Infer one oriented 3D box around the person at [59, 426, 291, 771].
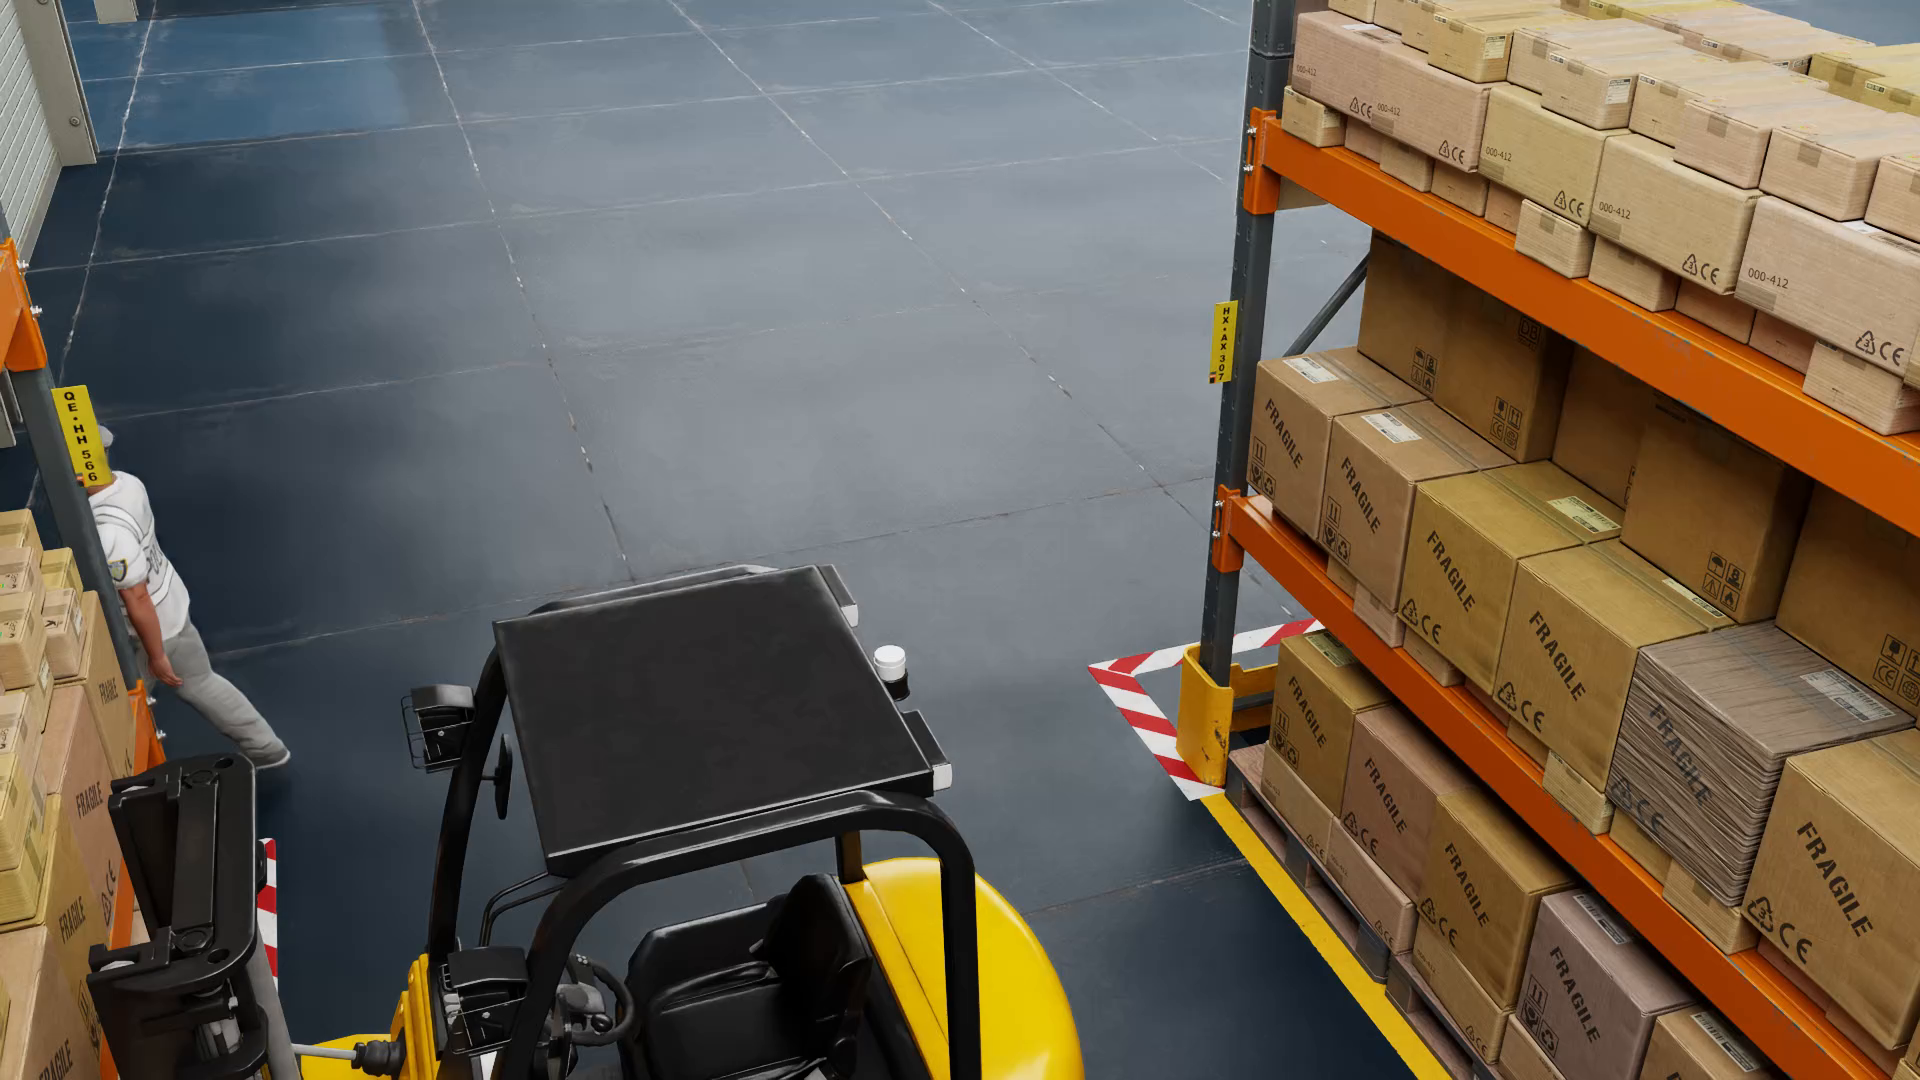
[{"bbox_3d":[-3.307,0.328,6.518,0.981,1.704,0.554,-7,30,-11],"label":"person"}]
